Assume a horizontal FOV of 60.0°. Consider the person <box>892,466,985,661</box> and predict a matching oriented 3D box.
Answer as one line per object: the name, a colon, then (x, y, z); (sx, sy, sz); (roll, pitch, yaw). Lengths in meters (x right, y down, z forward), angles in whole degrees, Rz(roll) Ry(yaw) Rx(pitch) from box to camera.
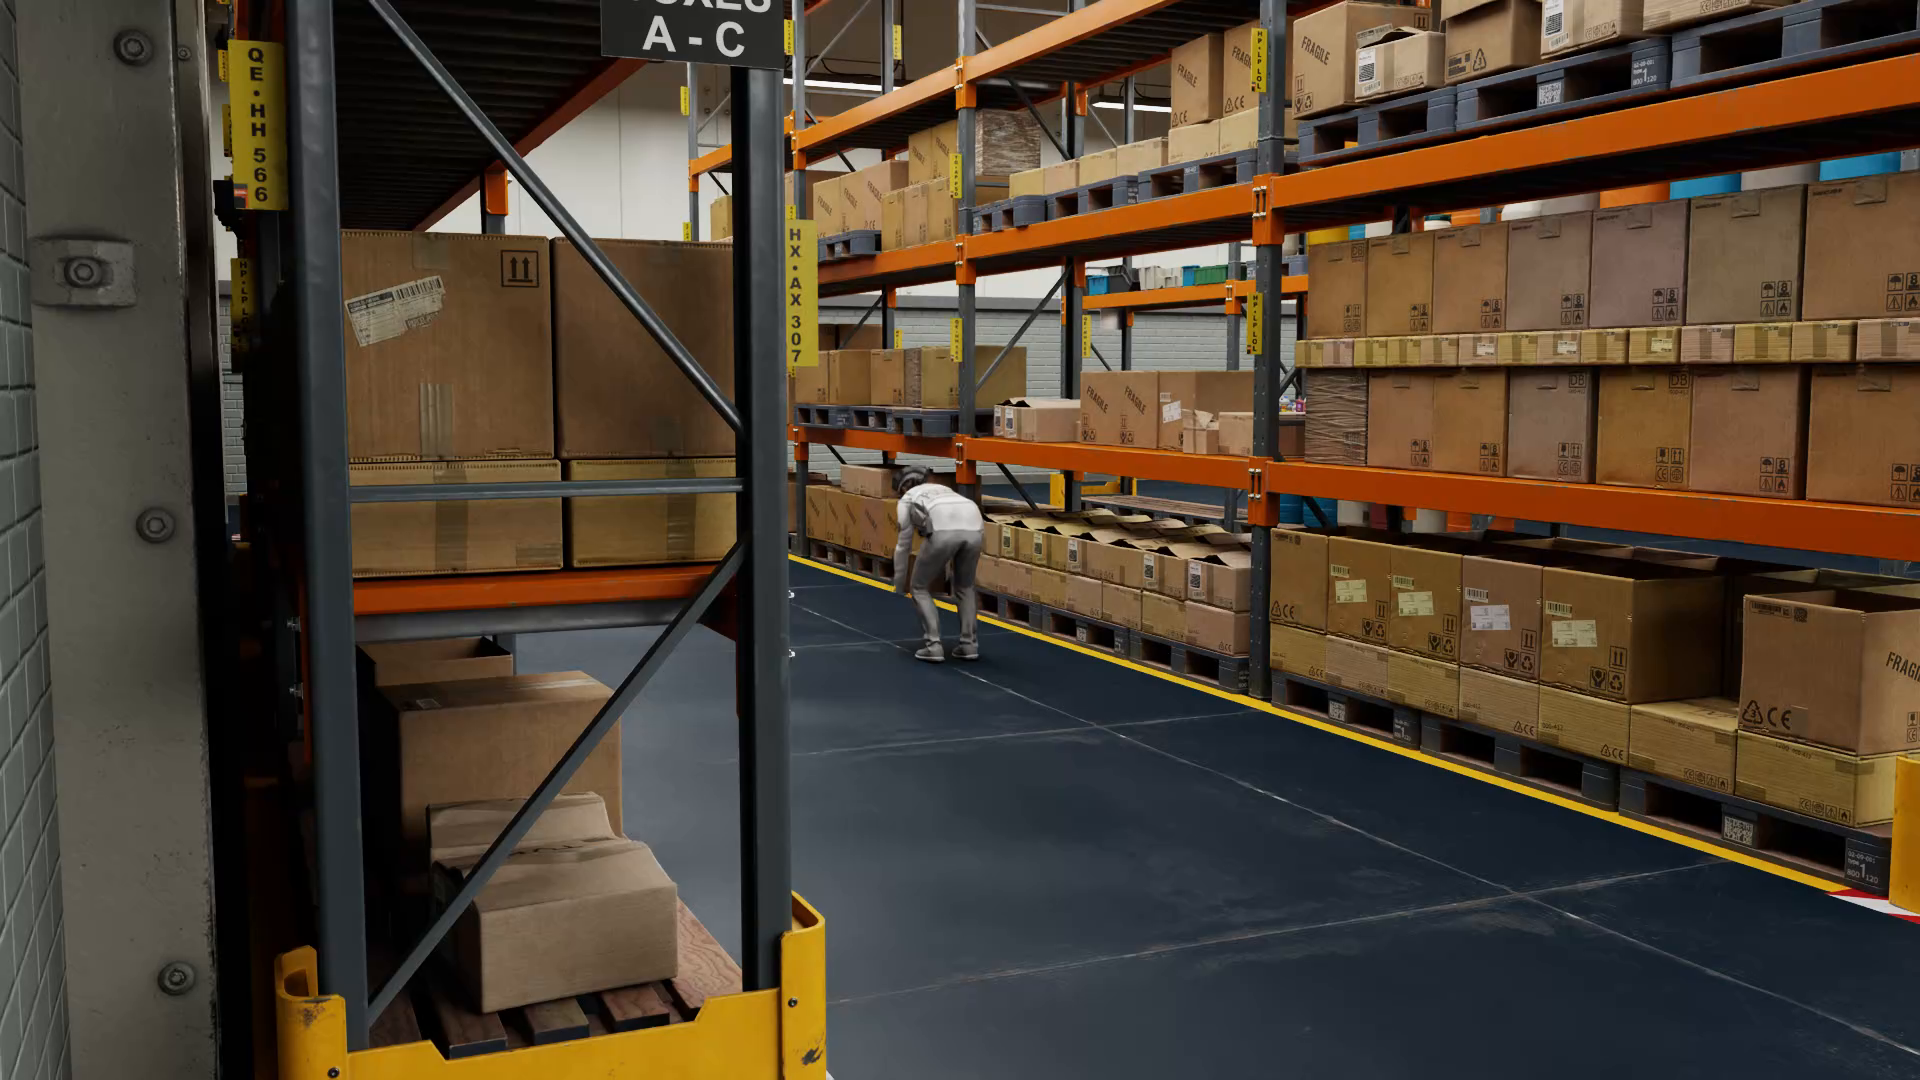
person: (-0.163, 0.141, 10.534); (0.432, 1.190, 0.908); (-3, 6, -26)
